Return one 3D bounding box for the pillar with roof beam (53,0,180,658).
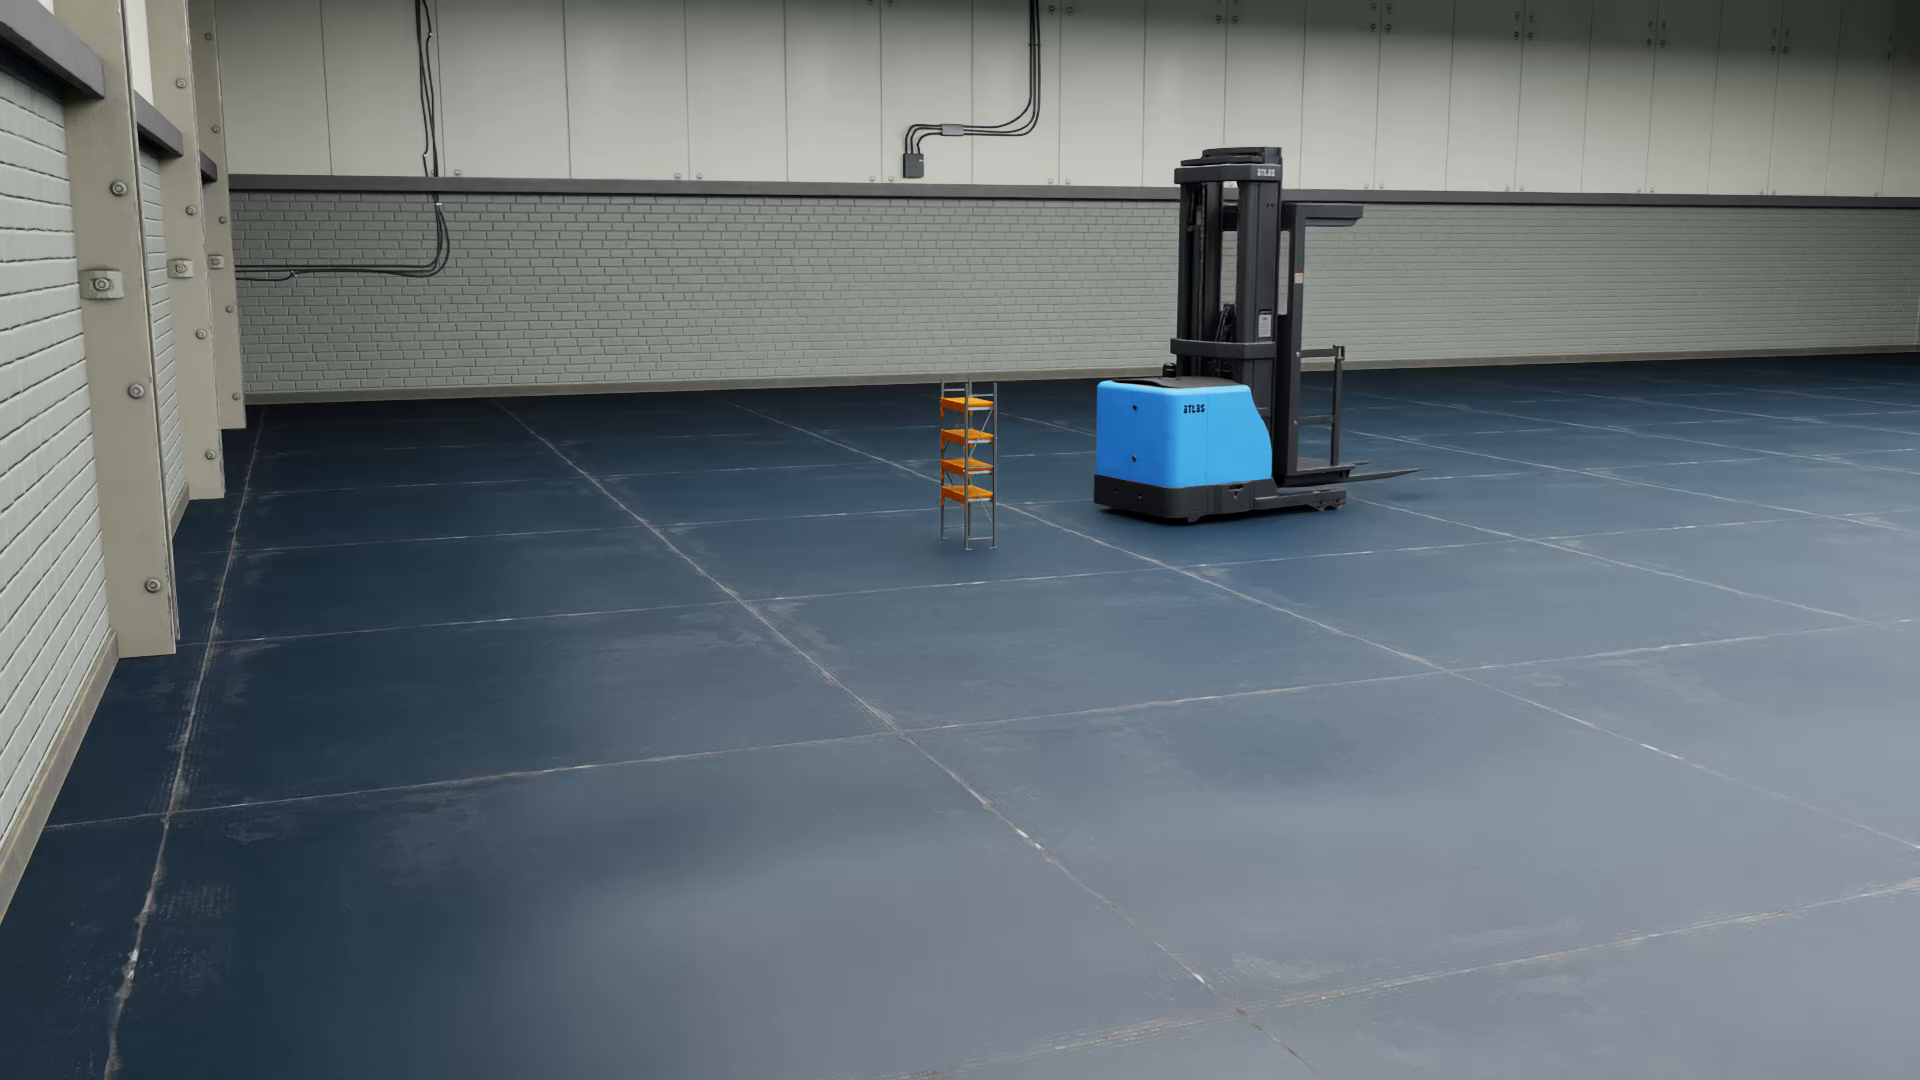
[{"bbox_3d":[-0.440,-4.113,9.848,9.100,9.000,0.400,-4,11,-21],"label":"pillar with roof beam"}]

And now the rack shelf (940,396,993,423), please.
[{"bbox_3d":[0.060,-0.951,12.094,0.258,0.148,0.480,-4,11,-21],"label":"rack shelf"}]

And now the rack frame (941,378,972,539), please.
[{"bbox_3d":[-0.028,-0.604,12.387,0.240,1.200,0.015,-4,11,-21],"label":"rack frame"}]

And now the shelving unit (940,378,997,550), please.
[{"bbox_3d":[0.060,-0.564,12.163,0.258,1.200,0.503,-4,11,-21],"label":"shelving unit"}]

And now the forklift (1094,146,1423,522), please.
[{"bbox_3d":[2.623,-1.753,13.905,3.031,2.935,1.130,-6,12,-32],"label":"forklift"}]

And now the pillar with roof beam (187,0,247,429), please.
[{"bbox_3d":[-4.788,-6.072,20.860,9.100,9.000,0.400,-4,11,-21],"label":"pillar with roof beam"}]

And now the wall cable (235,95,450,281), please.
[{"bbox_3d":[-8.636,-4.835,22.771,3.097,2.526,0.112,-4,11,-21],"label":"wall cable"}]

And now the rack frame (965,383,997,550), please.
[{"bbox_3d":[0.148,-0.524,11.939,0.240,1.200,0.015,-4,11,-21],"label":"rack frame"}]

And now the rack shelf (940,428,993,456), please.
[{"bbox_3d":[0.060,-0.718,12.136,0.258,0.148,0.480,-4,11,-21],"label":"rack shelf"}]

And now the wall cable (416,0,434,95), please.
[{"bbox_3d":[-6.114,-7.493,23.294,3.097,2.526,0.112,-4,11,-21],"label":"wall cable"}]

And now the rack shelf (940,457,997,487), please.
[{"bbox_3d":[0.060,-0.497,12.175,0.258,0.148,0.480,-4,11,-21],"label":"rack shelf"}]

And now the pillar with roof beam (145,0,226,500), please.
[{"bbox_3d":[-2.614,-5.092,15.354,9.100,9.000,0.400,-4,11,-21],"label":"pillar with roof beam"}]

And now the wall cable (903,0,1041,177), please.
[{"bbox_3d":[0.218,-8.638,25.574,2.305,6.003,0.169,-4,11,-21],"label":"wall cable"}]

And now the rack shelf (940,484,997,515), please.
[{"bbox_3d":[0.060,-0.302,12.210,0.258,0.148,0.480,-4,11,-21],"label":"rack shelf"}]
